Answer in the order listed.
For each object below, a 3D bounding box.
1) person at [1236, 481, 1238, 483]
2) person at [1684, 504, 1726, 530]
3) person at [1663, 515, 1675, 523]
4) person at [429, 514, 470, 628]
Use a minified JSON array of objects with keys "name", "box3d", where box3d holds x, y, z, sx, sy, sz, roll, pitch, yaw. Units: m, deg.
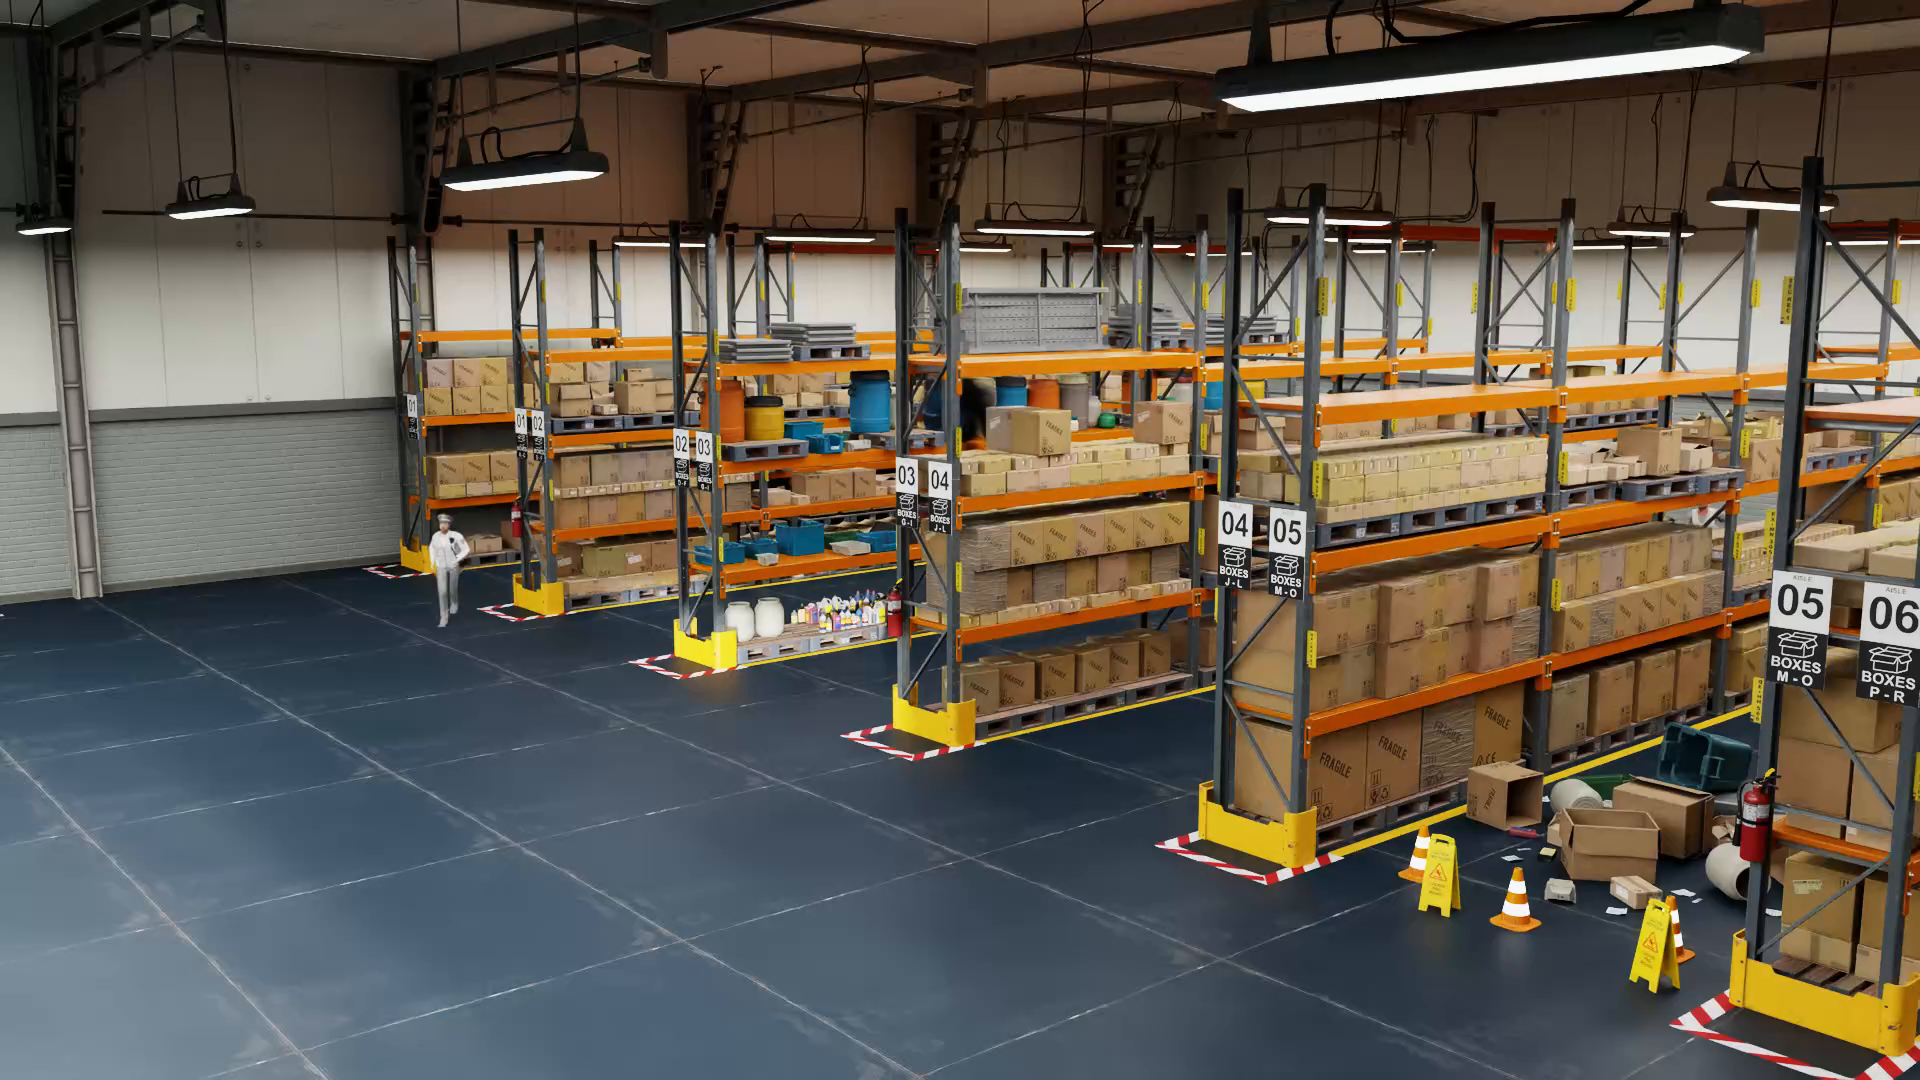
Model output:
[{"name":"person","box3d":[5.520,-0.958,34.237,0.735,1.831,0.808,5,10,30]},{"name":"person","box3d":[12.200,0.104,27.232,0.684,1.799,0.873,9,12,44]},{"name":"person","box3d":[10.721,0.455,25.353,0.617,1.688,0.847,7,11,40]},{"name":"person","box3d":[-7.806,0.426,25.444,0.630,1.707,0.839,-1,9,-6]}]
